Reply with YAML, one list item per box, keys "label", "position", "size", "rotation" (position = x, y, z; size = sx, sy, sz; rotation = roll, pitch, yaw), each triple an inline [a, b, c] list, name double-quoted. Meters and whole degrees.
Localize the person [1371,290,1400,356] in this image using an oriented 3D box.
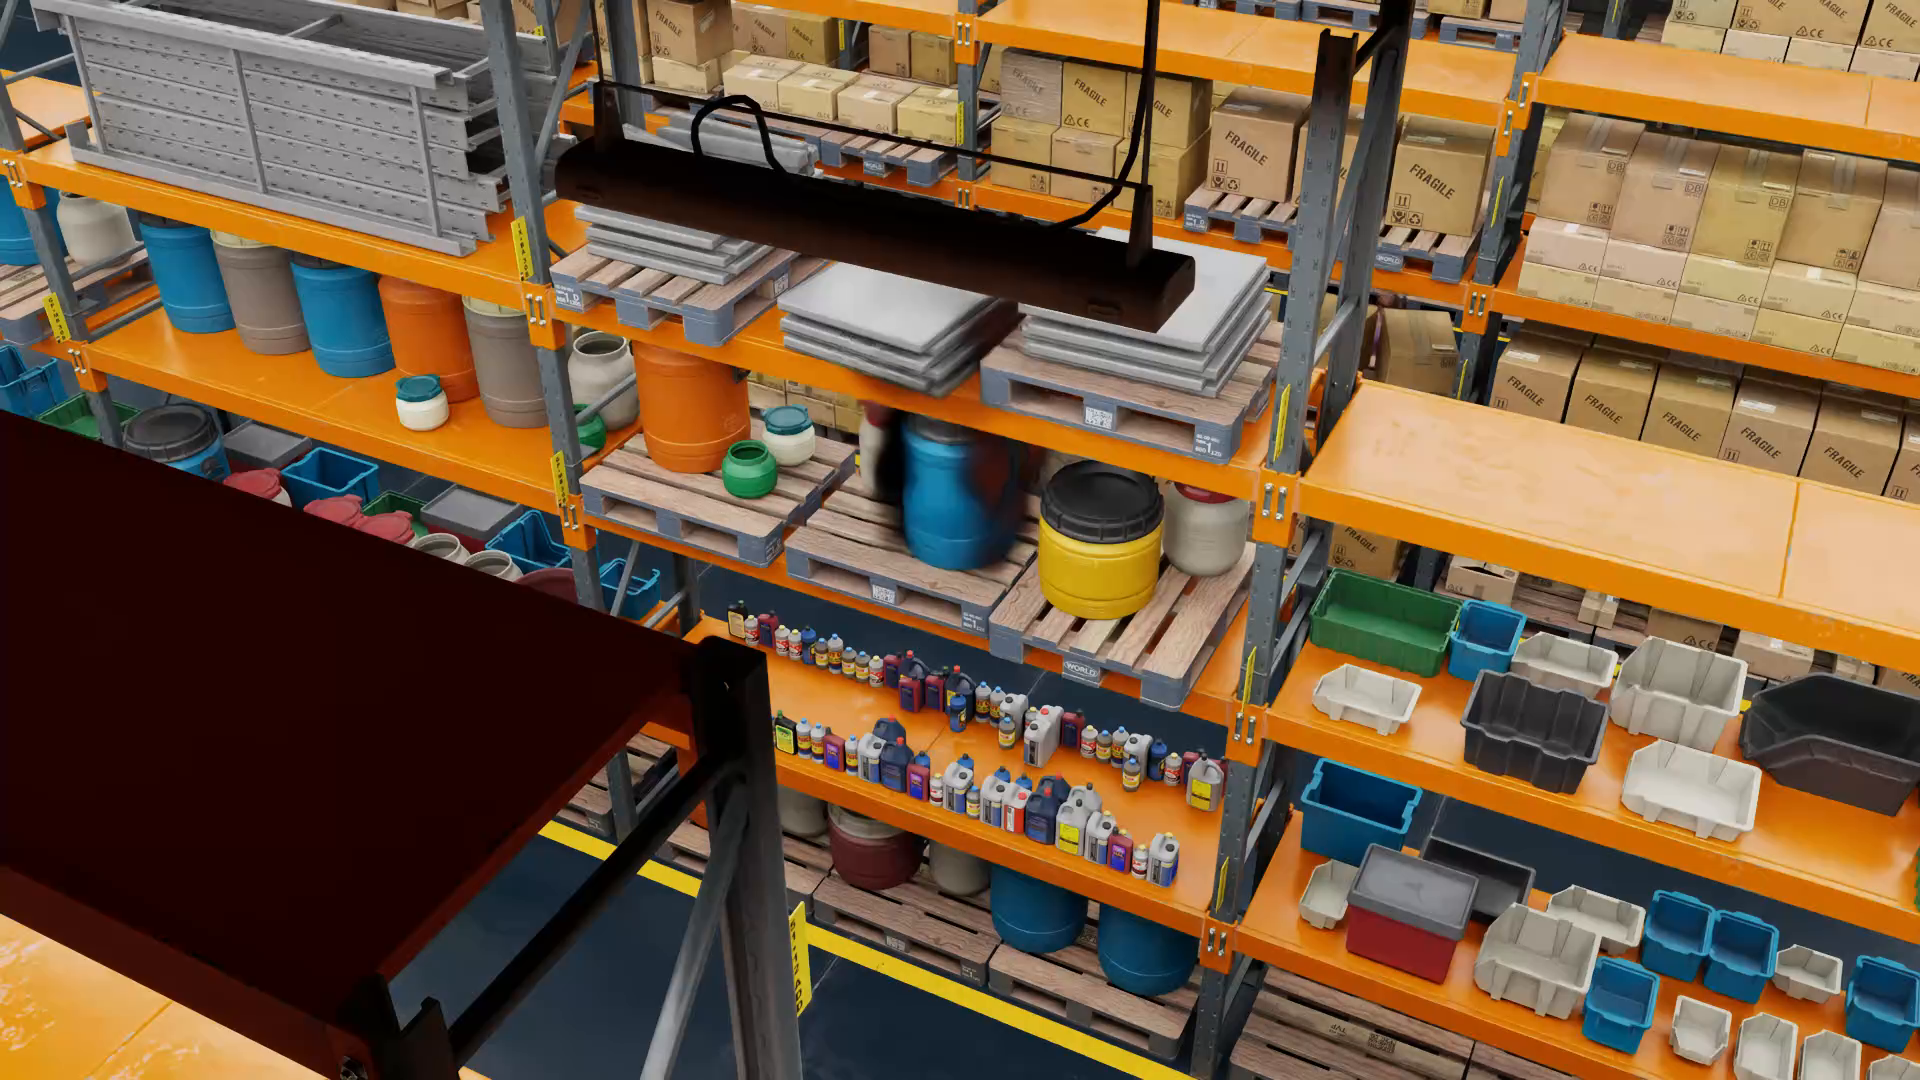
- label: "person"
  position: [3.520, -1.463, 14.660]
  size: [0.565, 1.545, 0.471]
  rotation: [-2, 35, -3]
